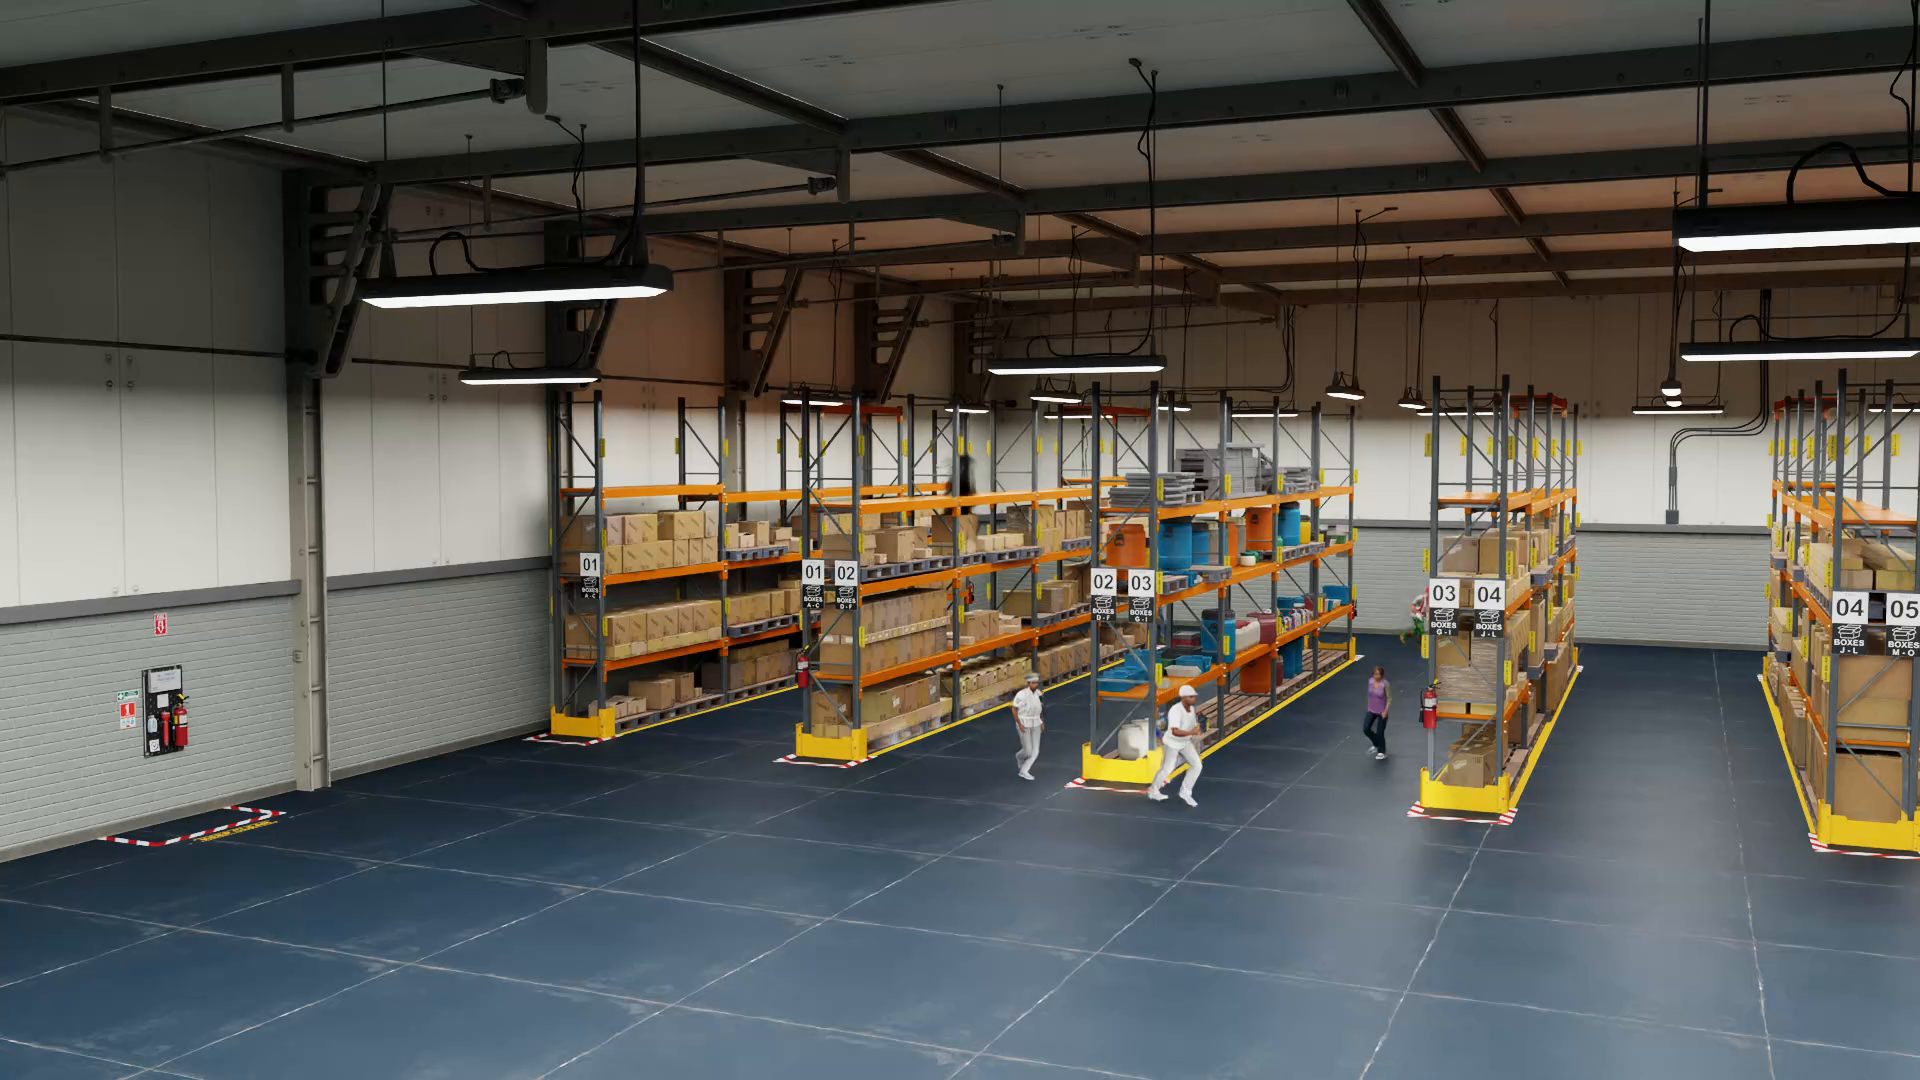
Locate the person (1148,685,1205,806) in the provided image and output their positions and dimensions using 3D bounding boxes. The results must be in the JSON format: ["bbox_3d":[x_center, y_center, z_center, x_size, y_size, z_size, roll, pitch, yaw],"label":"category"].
[{"bbox_3d":[3.070,2.875,23.239,0.982,1.734,0.715,3,4,44],"label":"person"}]

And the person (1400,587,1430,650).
[{"bbox_3d":[11.382,1.927,41.294,0.656,1.594,1.070,-2,4,-34],"label":"person"}]

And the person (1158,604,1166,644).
[{"bbox_3d":[5.087,1.747,42.863,0.685,1.823,0.865,-1,3,-24],"label":"person"}]

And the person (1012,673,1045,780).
[{"bbox_3d":[1.016,2.801,25.215,0.572,1.630,0.532,-2,4,-27],"label":"person"}]

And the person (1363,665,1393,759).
[{"bbox_3d":[6.685,2.760,26.593,0.562,1.545,0.597,3,4,41],"label":"person"}]
